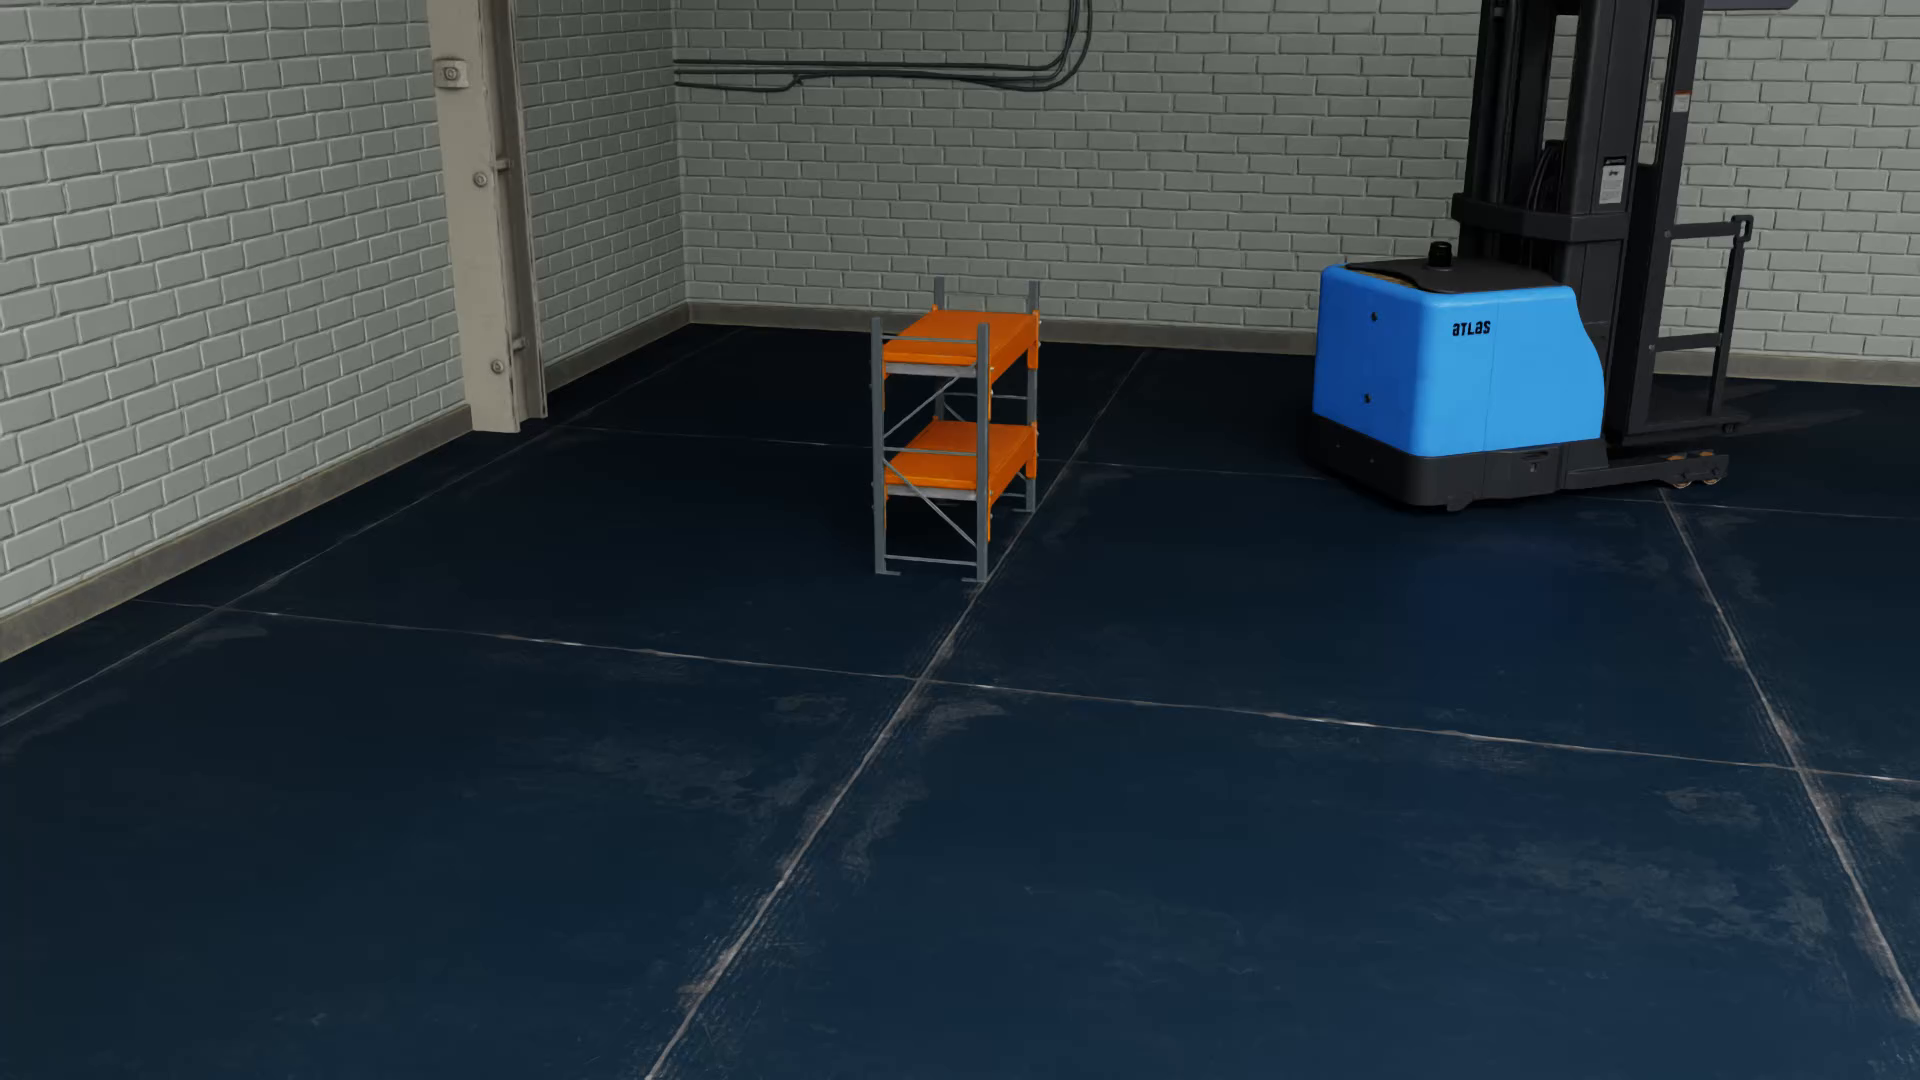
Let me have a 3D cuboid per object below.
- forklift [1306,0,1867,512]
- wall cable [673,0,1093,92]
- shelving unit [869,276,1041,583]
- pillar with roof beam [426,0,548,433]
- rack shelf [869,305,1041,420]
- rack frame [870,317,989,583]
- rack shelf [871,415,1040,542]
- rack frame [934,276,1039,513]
[{"bbox_3d":[3.397,-1.801,8.426,3.031,2.935,1.130,-7,20,-20],"label":"forklift"},{"bbox_3d":[-0.628,-4.291,11.133,3.097,2.526,0.112,5,19,13],"label":"wall cable"},{"bbox_3d":[-0.002,-0.530,7.500,0.538,1.125,1.048,5,19,13],"label":"shelving unit"},{"bbox_3d":[1.545,-4.602,7.239,9.100,9.000,0.400,5,19,13],"label":"pillar with roof beam"},{"bbox_3d":[-0.002,-0.807,7.405,0.538,0.278,1.000,5,19,13],"label":"rack shelf"},{"bbox_3d":[-0.126,-0.371,7.033,0.500,1.125,0.032,5,19,13],"label":"rack frame"},{"bbox_3d":[-0.002,-0.299,7.579,0.538,0.278,1.000,5,19,13],"label":"rack shelf"},{"bbox_3d":[0.123,-0.690,7.966,0.500,1.125,0.032,5,19,13],"label":"rack frame"}]
